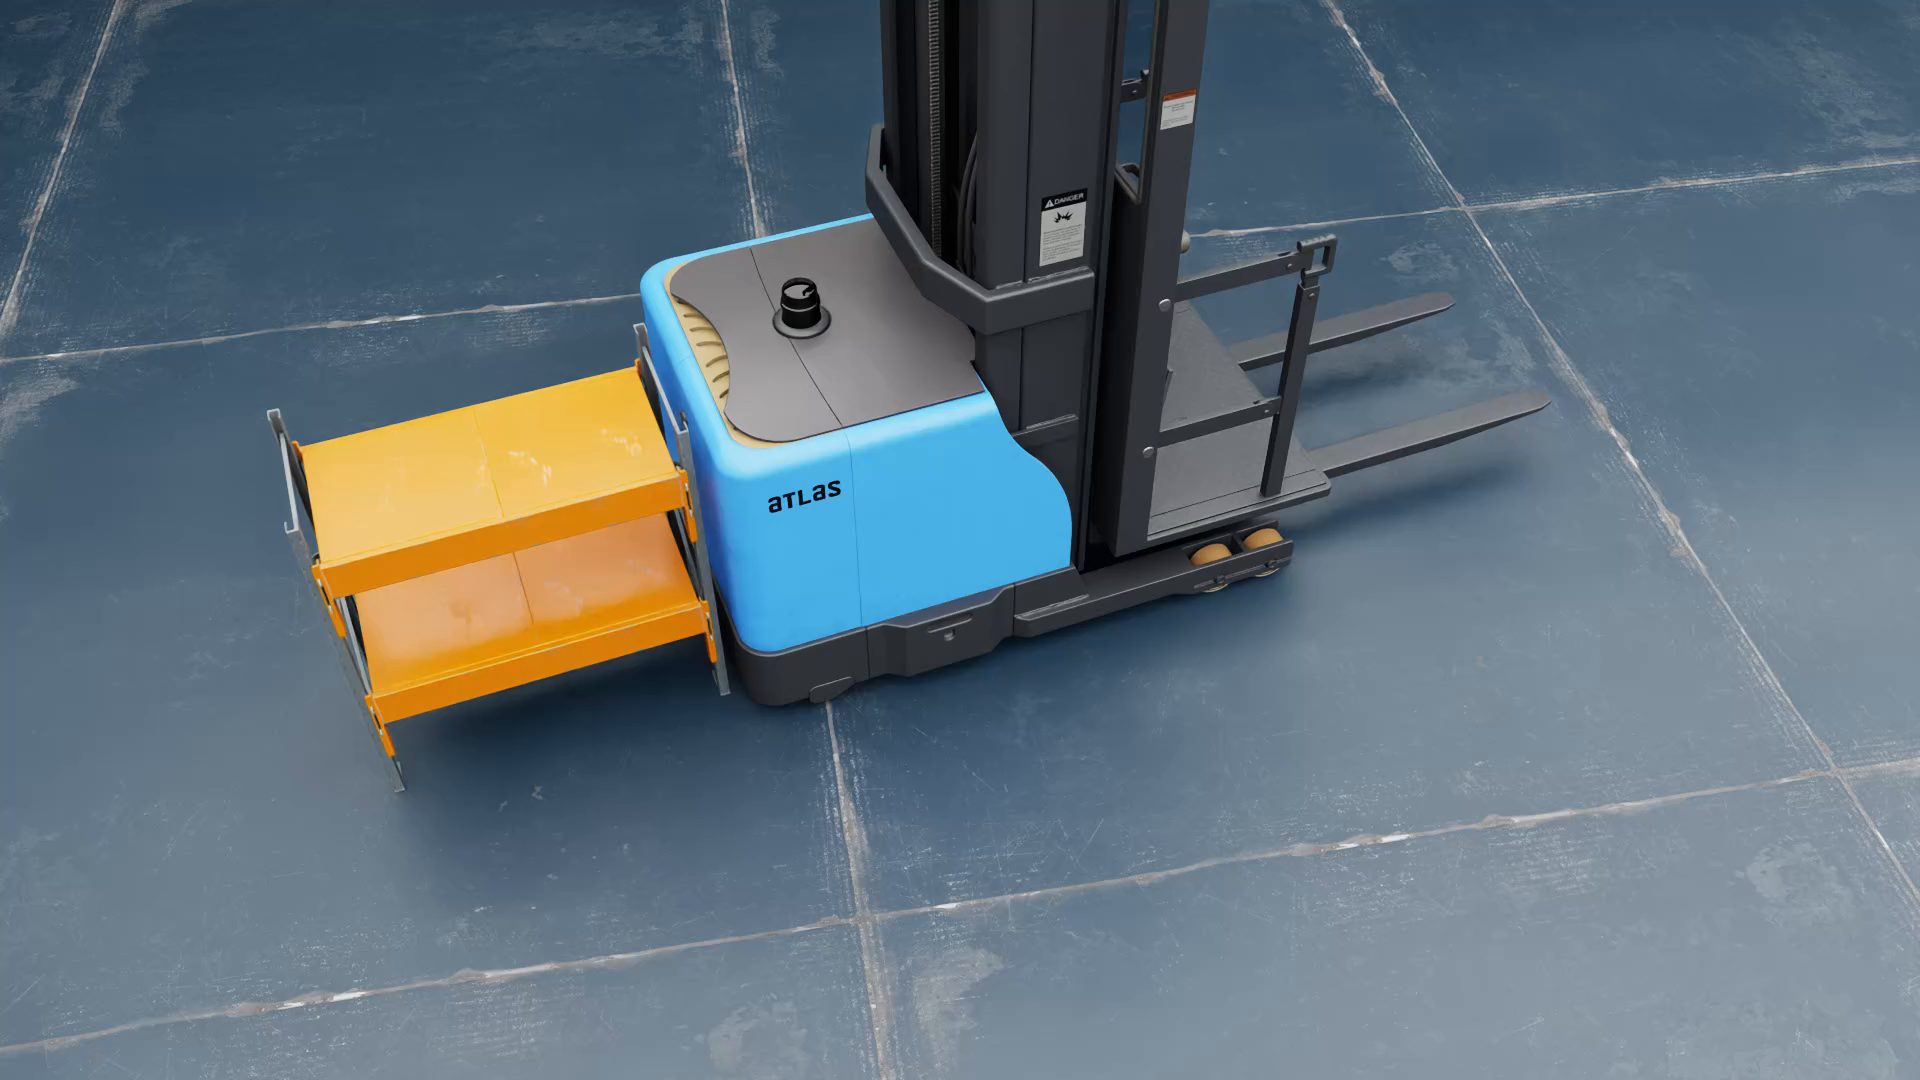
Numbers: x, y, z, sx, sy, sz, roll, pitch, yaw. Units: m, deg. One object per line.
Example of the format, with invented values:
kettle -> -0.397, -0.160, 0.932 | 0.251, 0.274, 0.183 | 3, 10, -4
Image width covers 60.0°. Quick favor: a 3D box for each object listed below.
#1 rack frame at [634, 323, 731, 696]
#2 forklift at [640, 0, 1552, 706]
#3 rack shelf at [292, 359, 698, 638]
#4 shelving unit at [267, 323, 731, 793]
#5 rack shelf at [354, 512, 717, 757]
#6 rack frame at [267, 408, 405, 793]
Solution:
rack frame -> -0.835, -0.065, 5.032 | 0.032, 1.125, 0.500 | -16, 48, -15
forklift -> 0.579, -1.182, 4.853 | 3.031, 2.935, 1.130 | -16, 48, -15
rack shelf -> -1.308, -0.135, 4.692 | 1.000, 0.278, 0.538 | -16, 48, -15
shelving unit -> -1.308, 0.068, 4.903 | 1.048, 1.125, 0.538 | -16, 48, -15
rack shelf -> -1.308, 0.238, 5.079 | 1.000, 0.278, 0.538 | -16, 48, -15
rack frame -> -1.781, 0.202, 4.774 | 0.032, 1.125, 0.500 | -16, 48, -15
